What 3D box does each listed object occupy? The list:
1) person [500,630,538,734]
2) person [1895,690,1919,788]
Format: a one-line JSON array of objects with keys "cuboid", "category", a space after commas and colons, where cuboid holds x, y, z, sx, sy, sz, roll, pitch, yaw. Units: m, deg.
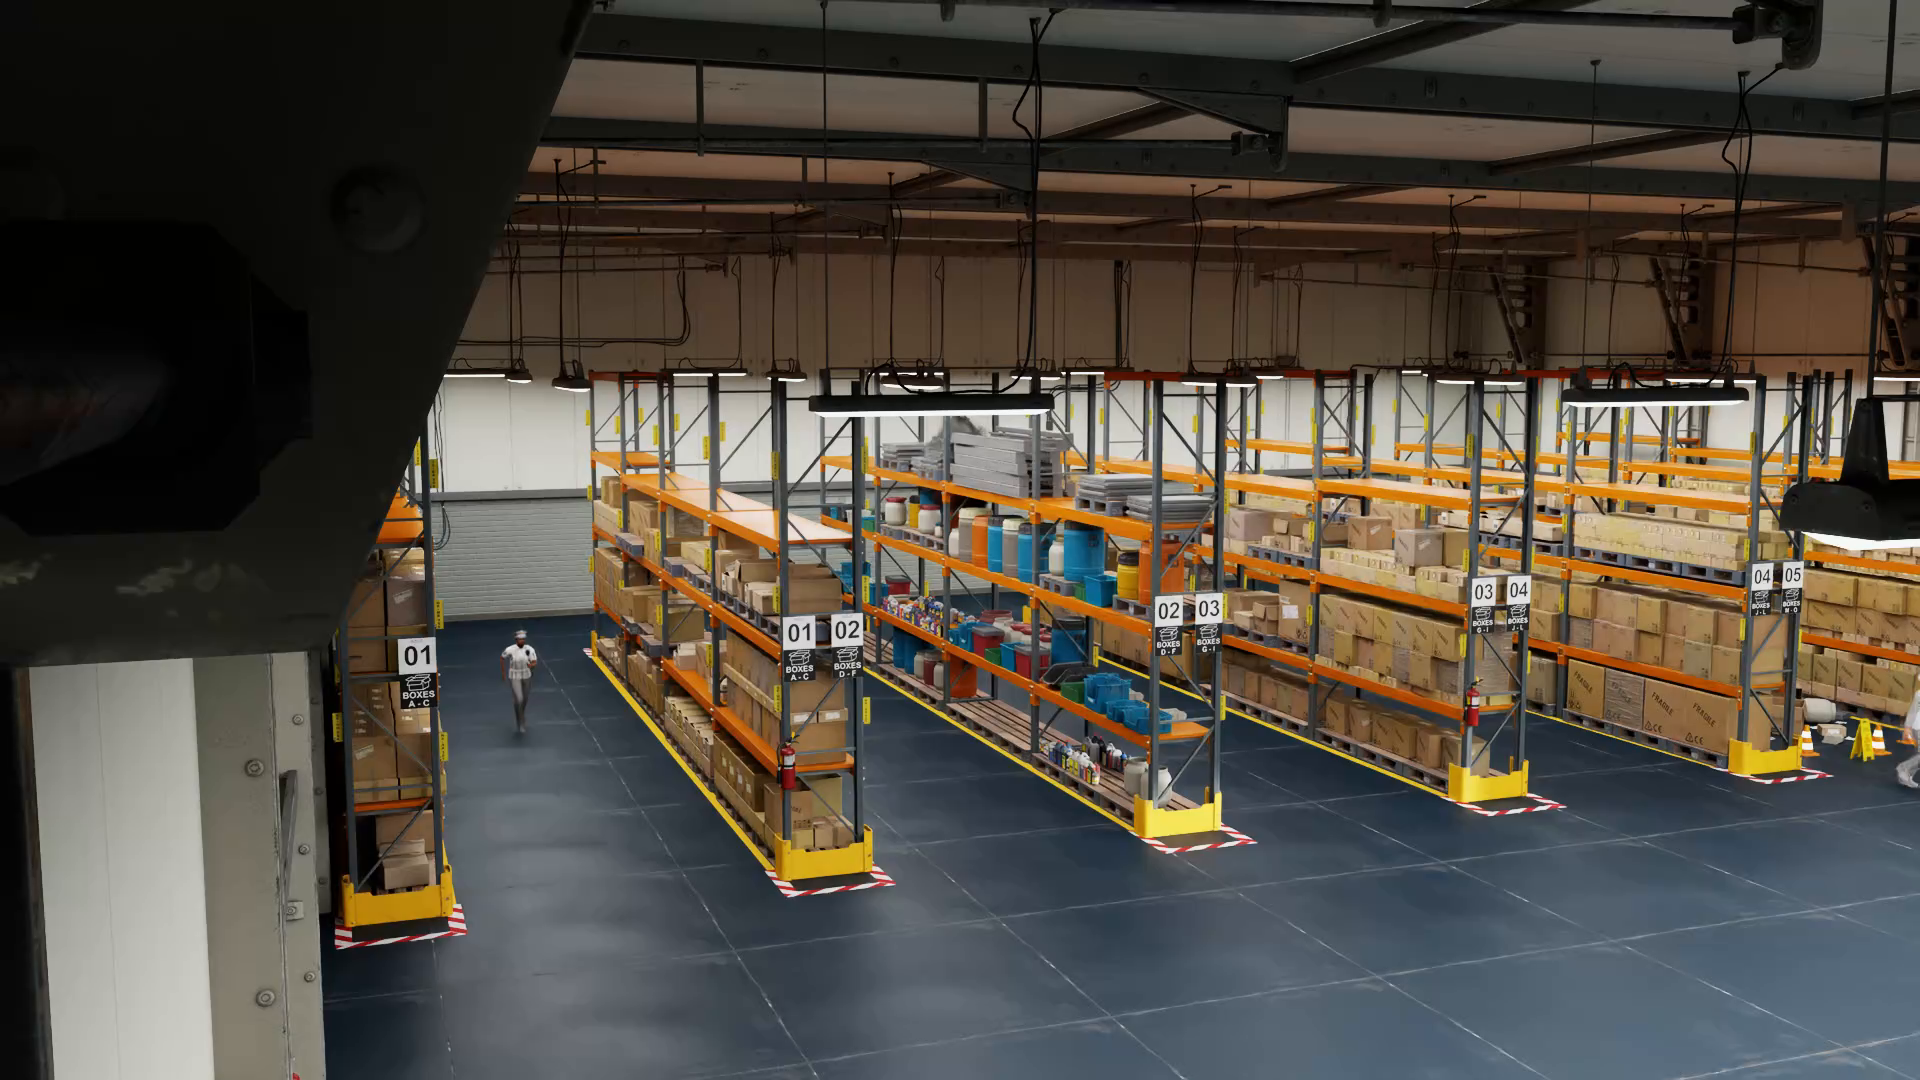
[{"cuboid": [-7.410, 2.369, 28.020, 0.560, 1.750, 0.832, -4, 7, -30], "category": "person"}, {"cuboid": [14.068, 2.761, 24.293, 0.646, 1.753, 0.565, -6, 9, -43], "category": "person"}]
